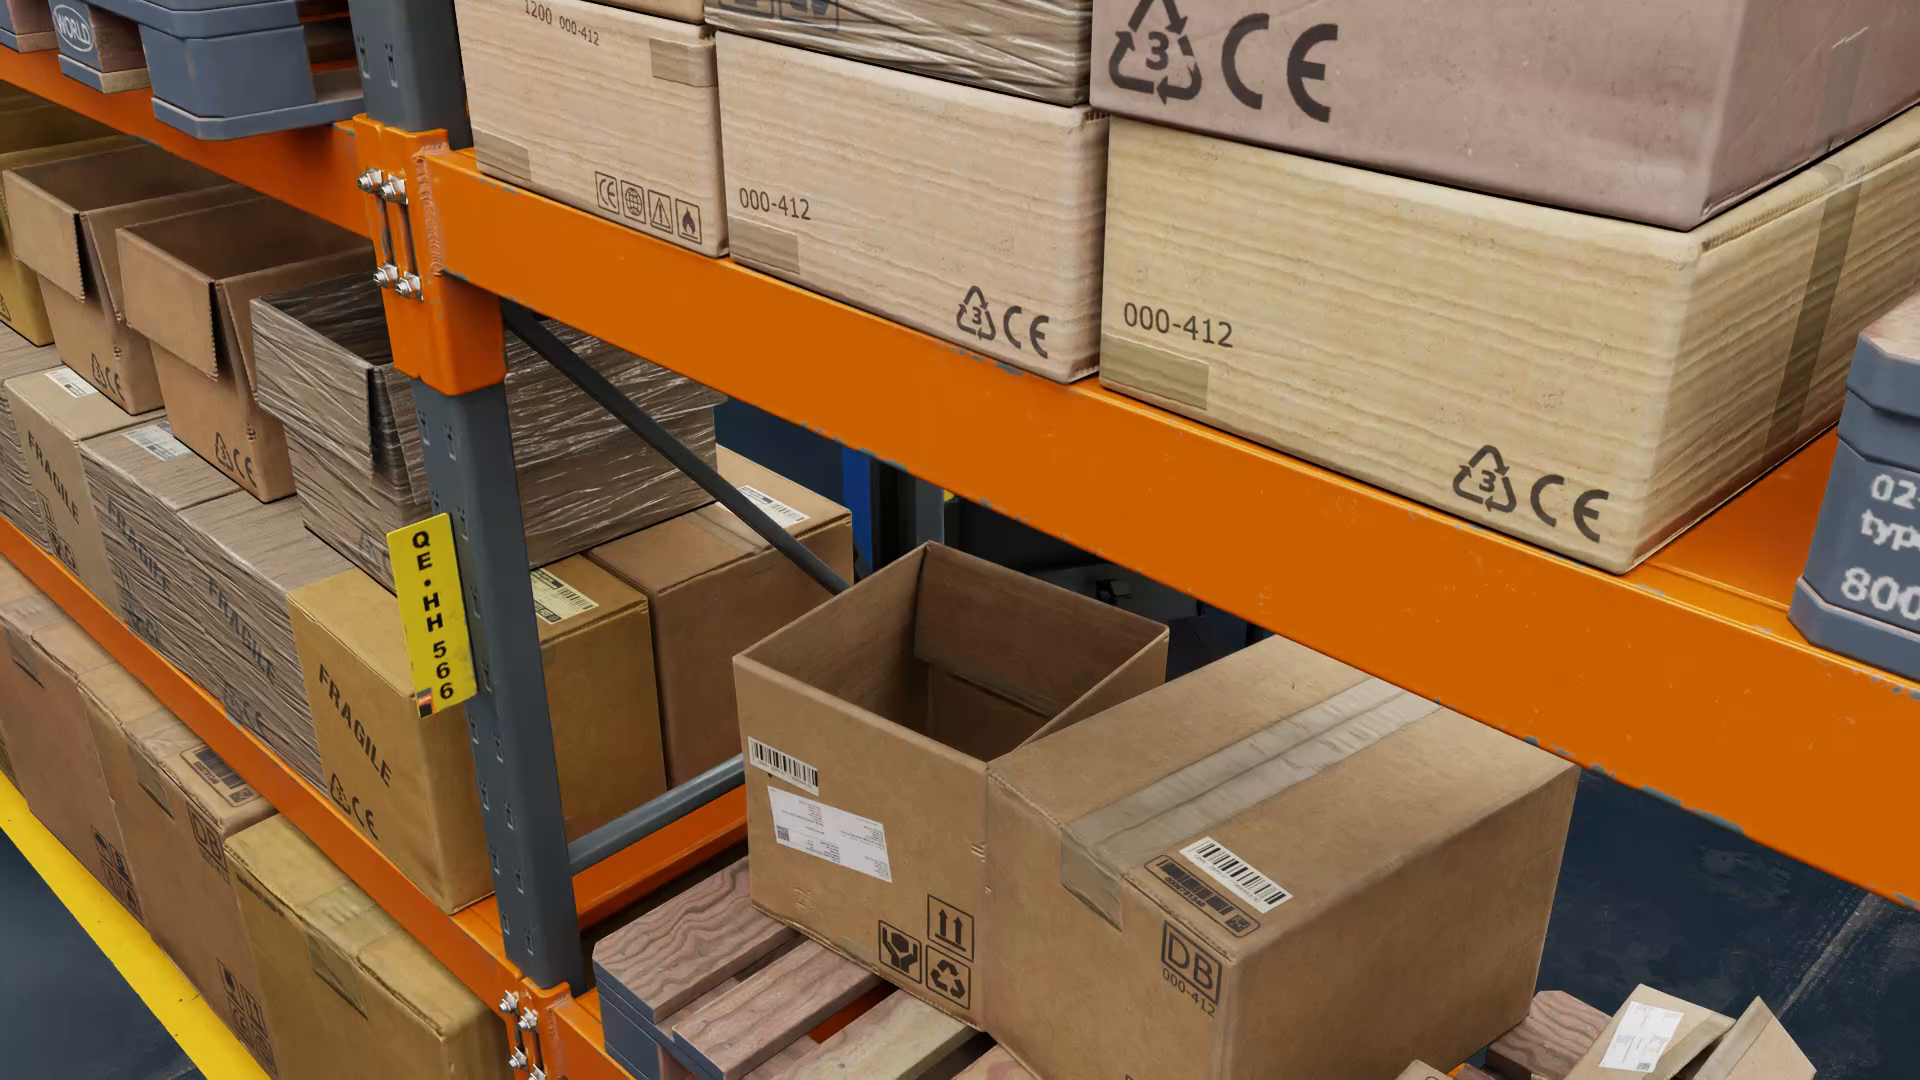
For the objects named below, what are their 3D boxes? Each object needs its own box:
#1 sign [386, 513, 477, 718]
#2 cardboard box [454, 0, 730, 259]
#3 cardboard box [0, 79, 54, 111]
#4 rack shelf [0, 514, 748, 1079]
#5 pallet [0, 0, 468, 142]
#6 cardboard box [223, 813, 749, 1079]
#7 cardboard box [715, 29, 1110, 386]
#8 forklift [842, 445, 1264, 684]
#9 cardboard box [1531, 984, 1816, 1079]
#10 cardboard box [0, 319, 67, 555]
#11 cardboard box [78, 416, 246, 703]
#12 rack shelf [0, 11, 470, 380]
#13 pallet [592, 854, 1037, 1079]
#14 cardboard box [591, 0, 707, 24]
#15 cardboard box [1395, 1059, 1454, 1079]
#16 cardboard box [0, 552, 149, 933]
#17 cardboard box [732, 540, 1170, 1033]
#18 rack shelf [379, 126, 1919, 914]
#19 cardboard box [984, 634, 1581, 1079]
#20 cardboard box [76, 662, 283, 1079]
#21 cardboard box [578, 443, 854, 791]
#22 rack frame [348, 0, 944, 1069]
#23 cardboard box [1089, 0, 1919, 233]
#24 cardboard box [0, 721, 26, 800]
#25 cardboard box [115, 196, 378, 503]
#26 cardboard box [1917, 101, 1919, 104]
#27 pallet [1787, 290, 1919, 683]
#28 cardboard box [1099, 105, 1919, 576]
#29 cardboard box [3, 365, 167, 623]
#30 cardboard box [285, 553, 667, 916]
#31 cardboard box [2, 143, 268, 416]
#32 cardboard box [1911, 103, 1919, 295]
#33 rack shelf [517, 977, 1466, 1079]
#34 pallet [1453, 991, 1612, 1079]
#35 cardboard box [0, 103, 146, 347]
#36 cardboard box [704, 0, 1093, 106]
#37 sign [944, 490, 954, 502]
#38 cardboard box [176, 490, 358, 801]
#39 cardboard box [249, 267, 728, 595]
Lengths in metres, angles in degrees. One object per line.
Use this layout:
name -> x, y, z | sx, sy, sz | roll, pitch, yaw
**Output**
sign -> -0.809, 0.119, 2.556 | 0.005, 0.325, 0.100 | 25, 36, 38
cardboard box -> -0.266, -0.577, 2.063 | 0.500, 0.250, 0.500 | -25, 36, -38
cardboard box -> -2.813, -1.141, 5.012 | 0.637, 0.503, 0.797 | 23, 36, 37
rack shelf -> -1.849, 0.112, 4.587 | 4.000, 0.370, 1.077 | 25, 36, 38
pallet -> -0.919, -0.990, 2.890 | 1.213, 0.211, 1.003 | -23, 36, -37
cardboard box -> -0.900, 0.969, 4.016 | 0.875, 0.875, 1.225 | 23, 35, 36
cardboard box -> 0.100, -0.409, 1.744 | 0.500, 0.250, 0.500 | -24, 36, -38
forklift -> 0.418, -0.548, 5.142 | 1.130, 2.935, 3.031 | -8, 29, -14
cardboard box -> 0.956, 0.774, 2.247 | 0.258, 0.266, 0.396 | 23, 36, 37
cardboard box -> -2.406, -0.343, 4.572 | 0.500, 0.500, 0.500 | 24, 36, 37
cardboard box -> -1.672, -0.010, 3.938 | 0.500, 0.500, 0.500 | 23, 36, 37
rack shelf -> -1.849, -1.215, 3.888 | 4.000, 0.370, 1.077 | 25, 36, 38
pallet -> 0.160, 0.728, 2.848 | 1.003, 0.211, 1.213 | 25, 36, 38
cardboard box -> -0.268, -0.908, 1.886 | 0.500, 0.500, 0.500 | -25, 37, -39
cardboard box -> 0.611, 0.950, 1.930 | 0.500, 0.250, 0.500 | 23, 36, 37
cardboard box -> -2.167, 0.389, 5.119 | 0.875, 0.875, 1.225 | 23, 36, 37
cardboard box -> -0.009, 0.379, 2.747 | 0.500, 0.500, 0.500 | 20, 33, 33
rack shelf -> 1.004, 0.090, 1.406 | 4.000, 0.370, 1.077 | 25, 36, 38
cardboard box -> 0.459, 0.528, 2.464 | 0.700, 0.500, 0.500 | -19, 33, -32
cardboard box -> -1.530, 0.675, 4.574 | 0.875, 0.875, 1.225 | 25, 36, 39
cardboard box -> -0.578, 0.153, 3.628 | 0.500, 0.500, 0.500 | -24, 36, -38
rack frame -> -0.420, 0.445, 3.180 | 0.053, 2.616, 0.949 | 25, 36, 38
cardboard box -> 0.455, -0.580, 1.262 | 0.500, 0.500, 0.500 | 23, 36, 37
cardboard box -> -2.804, 0.098, 5.672 | 0.875, 0.875, 1.225 | 25, 36, 39
cardboard box -> -1.395, -0.499, 3.791 | 0.797, 0.503, 0.637 | -24, 36, -38
cardboard box -> 0.809, -0.744, 1.574 | 0.500, 0.500, 0.500 | -25, 36, -38
pallet -> 1.323, -0.067, 1.133 | 1.003, 0.211, 1.213 | 25, 36, 38
cardboard box -> 0.473, -0.245, 1.431 | 0.500, 0.250, 0.500 | -24, 36, -38
cardboard box -> -2.034, -0.176, 4.254 | 0.500, 0.500, 0.500 | -24, 36, -38
cardboard box -> -0.948, 0.323, 3.305 | 0.500, 0.500, 0.500 | -24, 36, -38
cardboard box -> -1.878, -0.716, 4.203 | 0.797, 0.503, 0.637 | -24, 36, -38
cardboard box -> 0.808, -0.419, 1.762 | 0.500, 0.250, 0.500 | -24, 36, -38
rack shelf -> 1.004, 1.417, 2.104 | 4.000, 0.370, 1.077 | 25, 36, 38
pallet -> 1.018, 1.164, 2.020 | 1.213, 0.211, 1.003 | 25, 36, 38
cardboard box -> -2.332, -0.914, 4.579 | 0.797, 0.503, 0.637 | -25, 37, -39
cardboard box -> 0.091, -0.741, 1.569 | 0.500, 0.500, 0.500 | 25, 37, 39
sign -> -0.049, -0.214, 3.275 | 0.005, 0.325, 0.100 | 25, 36, 38
cardboard box -> -1.299, 0.159, 3.618 | 0.500, 0.500, 0.500 | 24, 36, 38
cardboard box -> -0.932, -0.286, 3.385 | 0.797, 0.503, 0.637 | -24, 36, -38
